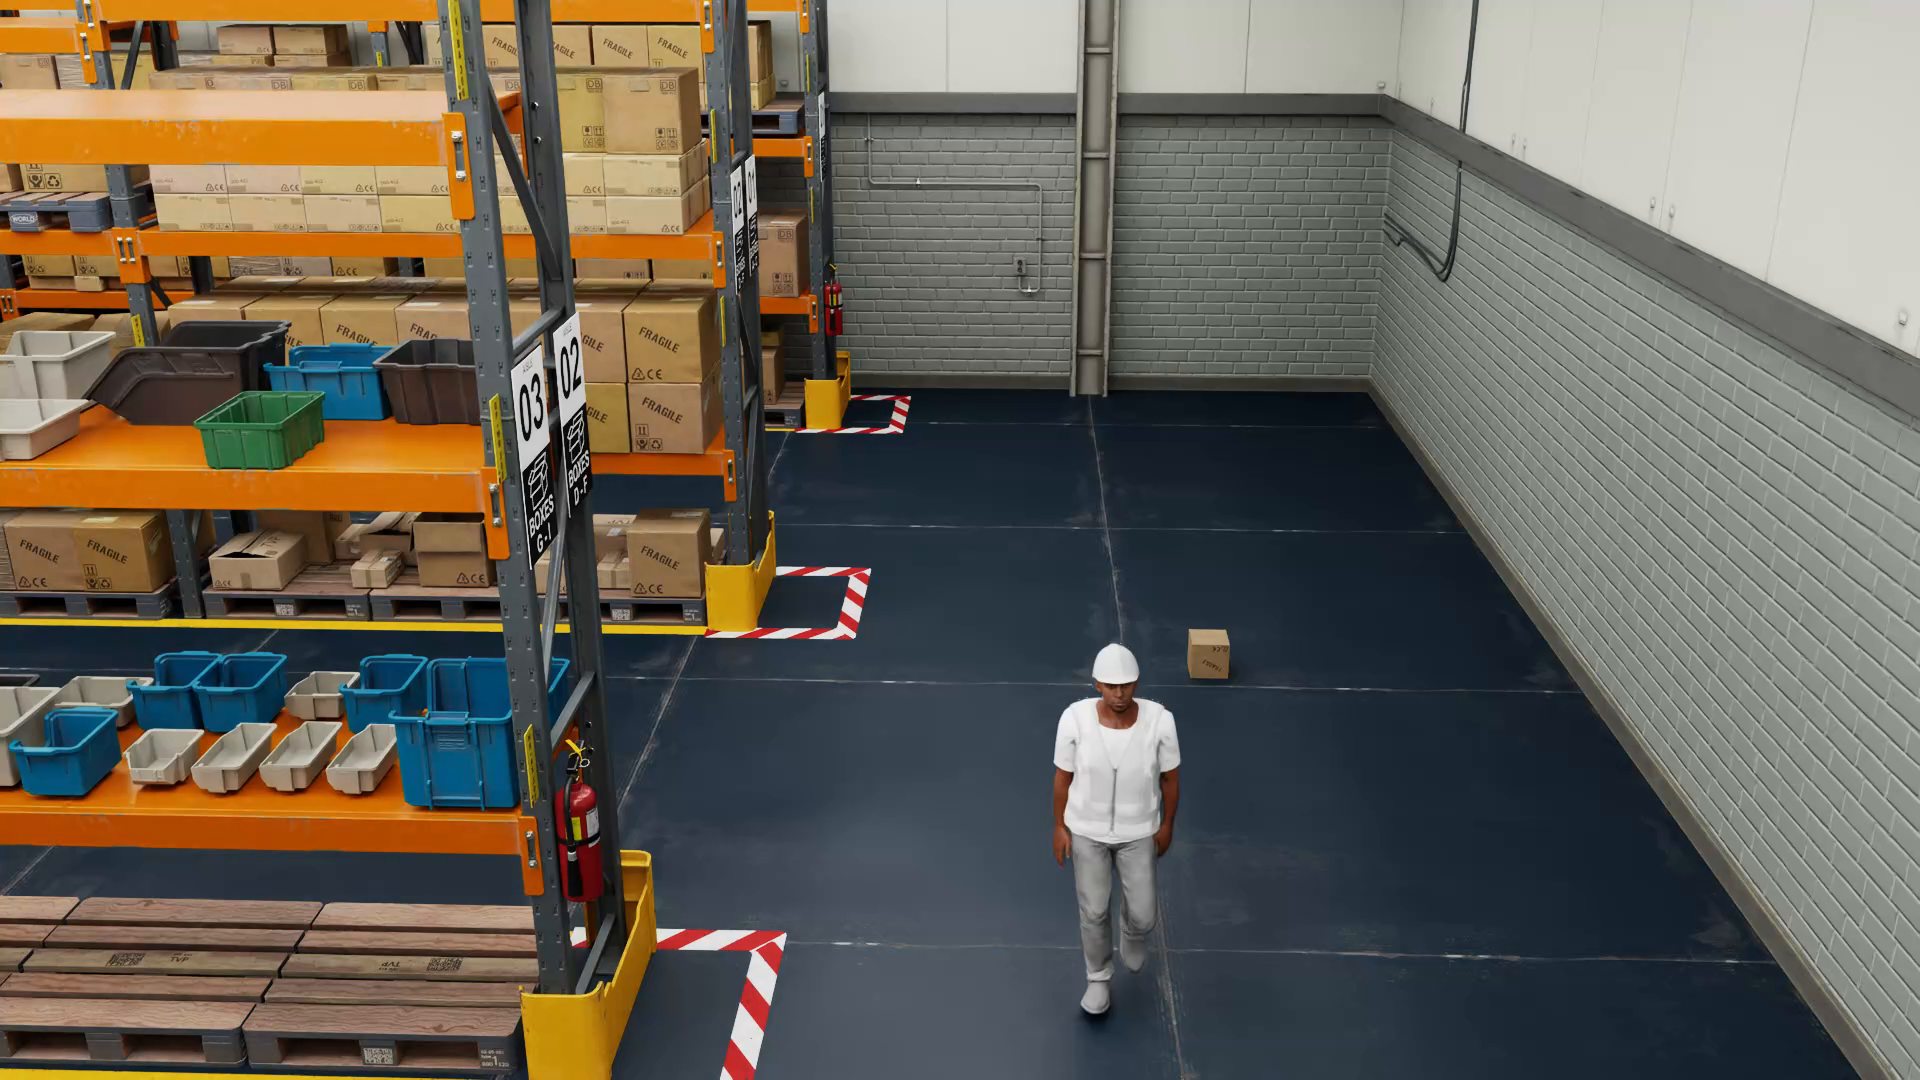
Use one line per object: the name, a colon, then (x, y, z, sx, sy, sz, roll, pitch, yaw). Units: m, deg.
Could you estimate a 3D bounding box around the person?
person: (0.703, 1.293, 7.551, 0.570, 1.756, 0.526, 2, 21, 5)
